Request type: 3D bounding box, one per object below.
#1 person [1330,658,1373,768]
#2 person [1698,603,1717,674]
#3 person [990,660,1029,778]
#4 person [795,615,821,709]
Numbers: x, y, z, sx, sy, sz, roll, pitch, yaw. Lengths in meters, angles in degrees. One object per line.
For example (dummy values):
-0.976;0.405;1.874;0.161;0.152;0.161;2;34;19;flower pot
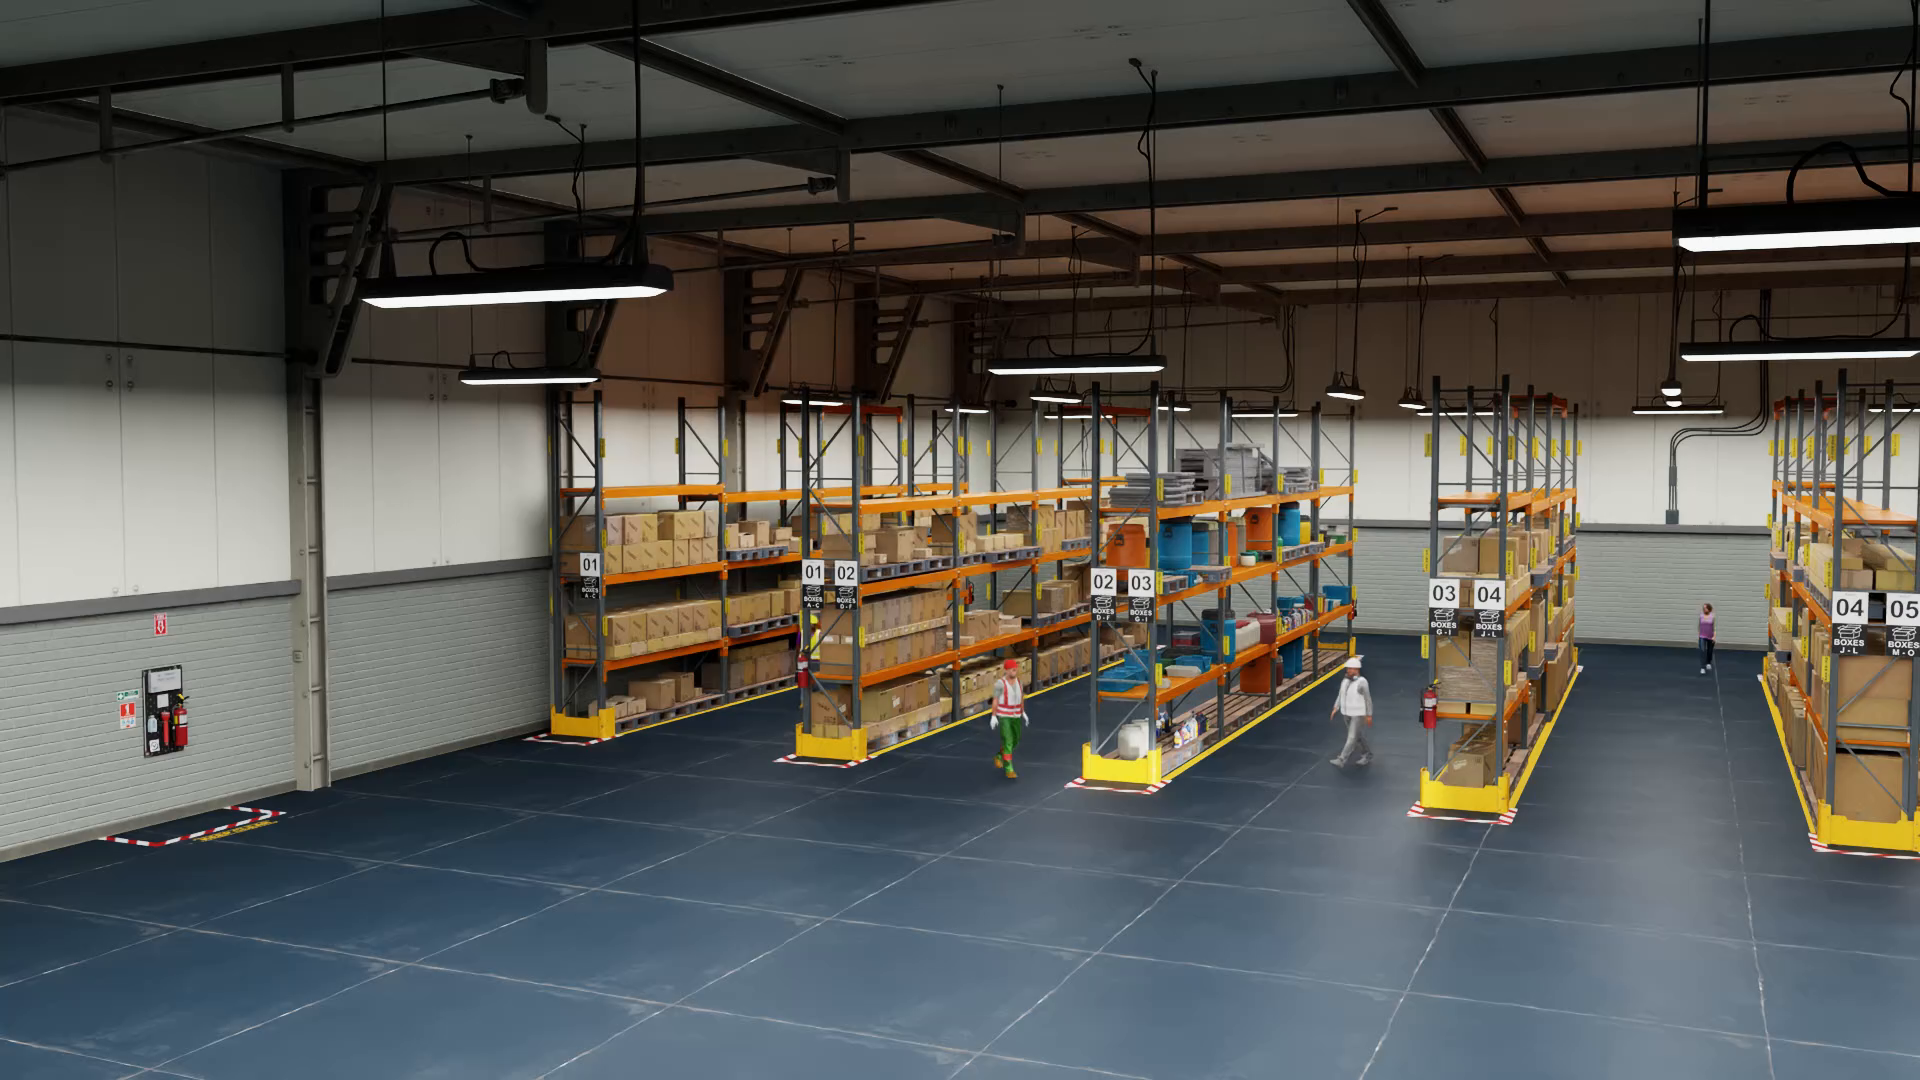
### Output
6.072;2.690;25.911;1.083;1.711;0.574;-2;4;-29;person
16.591;2.168;36.911;0.395;1.540;0.972;1;3;22;person
0.732;2.710;25.482;0.587;1.776;0.824;-3;4;-39;person
-2.898;2.358;32.243;0.596;1.773;0.790;0;3;-4;person
